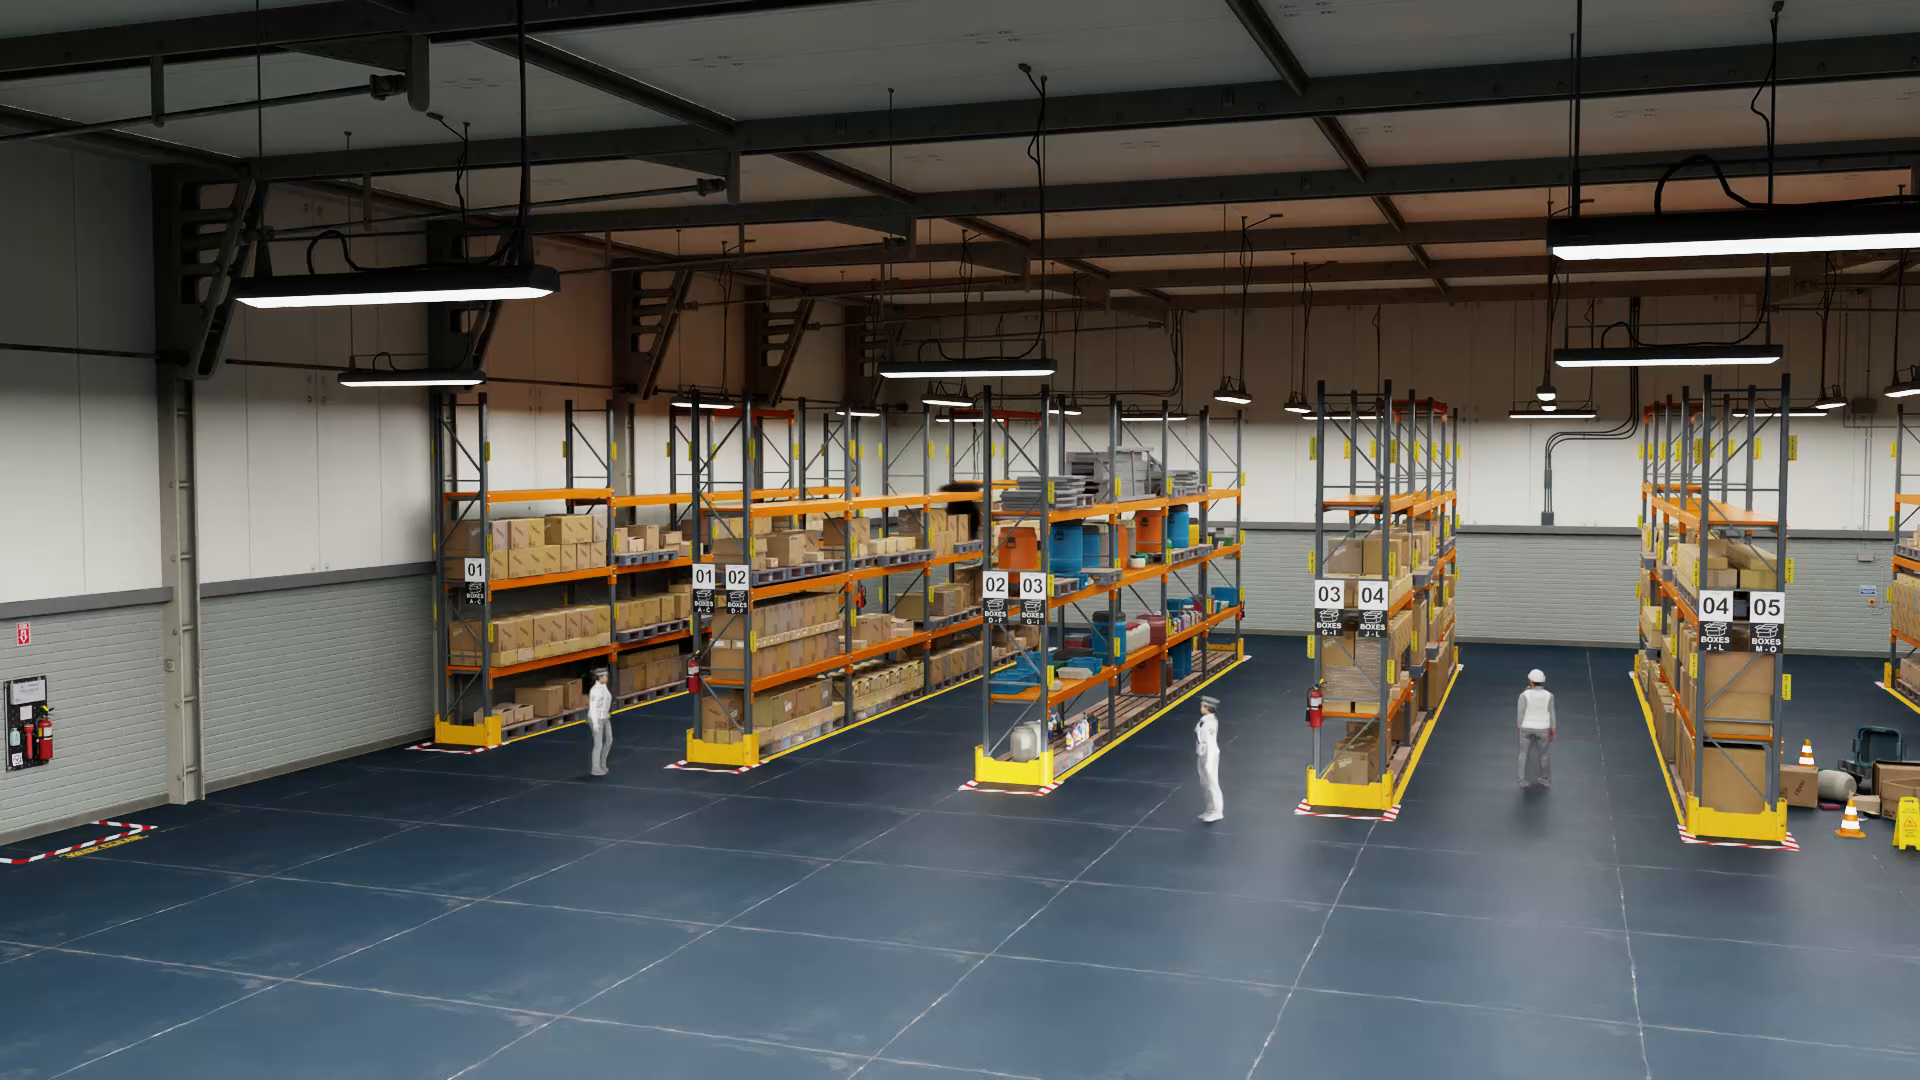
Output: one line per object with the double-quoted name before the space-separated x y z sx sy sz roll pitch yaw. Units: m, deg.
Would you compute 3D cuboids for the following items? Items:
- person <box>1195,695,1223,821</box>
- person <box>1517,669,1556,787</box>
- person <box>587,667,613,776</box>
"person" 3.357 2.970 22.546 0.387 1.721 0.577 0 3 -9
"person" 8.630 2.803 24.833 0.525 1.772 0.575 2 3 30
"person" -5.601 2.832 25.820 0.345 1.733 0.572 1 3 11
